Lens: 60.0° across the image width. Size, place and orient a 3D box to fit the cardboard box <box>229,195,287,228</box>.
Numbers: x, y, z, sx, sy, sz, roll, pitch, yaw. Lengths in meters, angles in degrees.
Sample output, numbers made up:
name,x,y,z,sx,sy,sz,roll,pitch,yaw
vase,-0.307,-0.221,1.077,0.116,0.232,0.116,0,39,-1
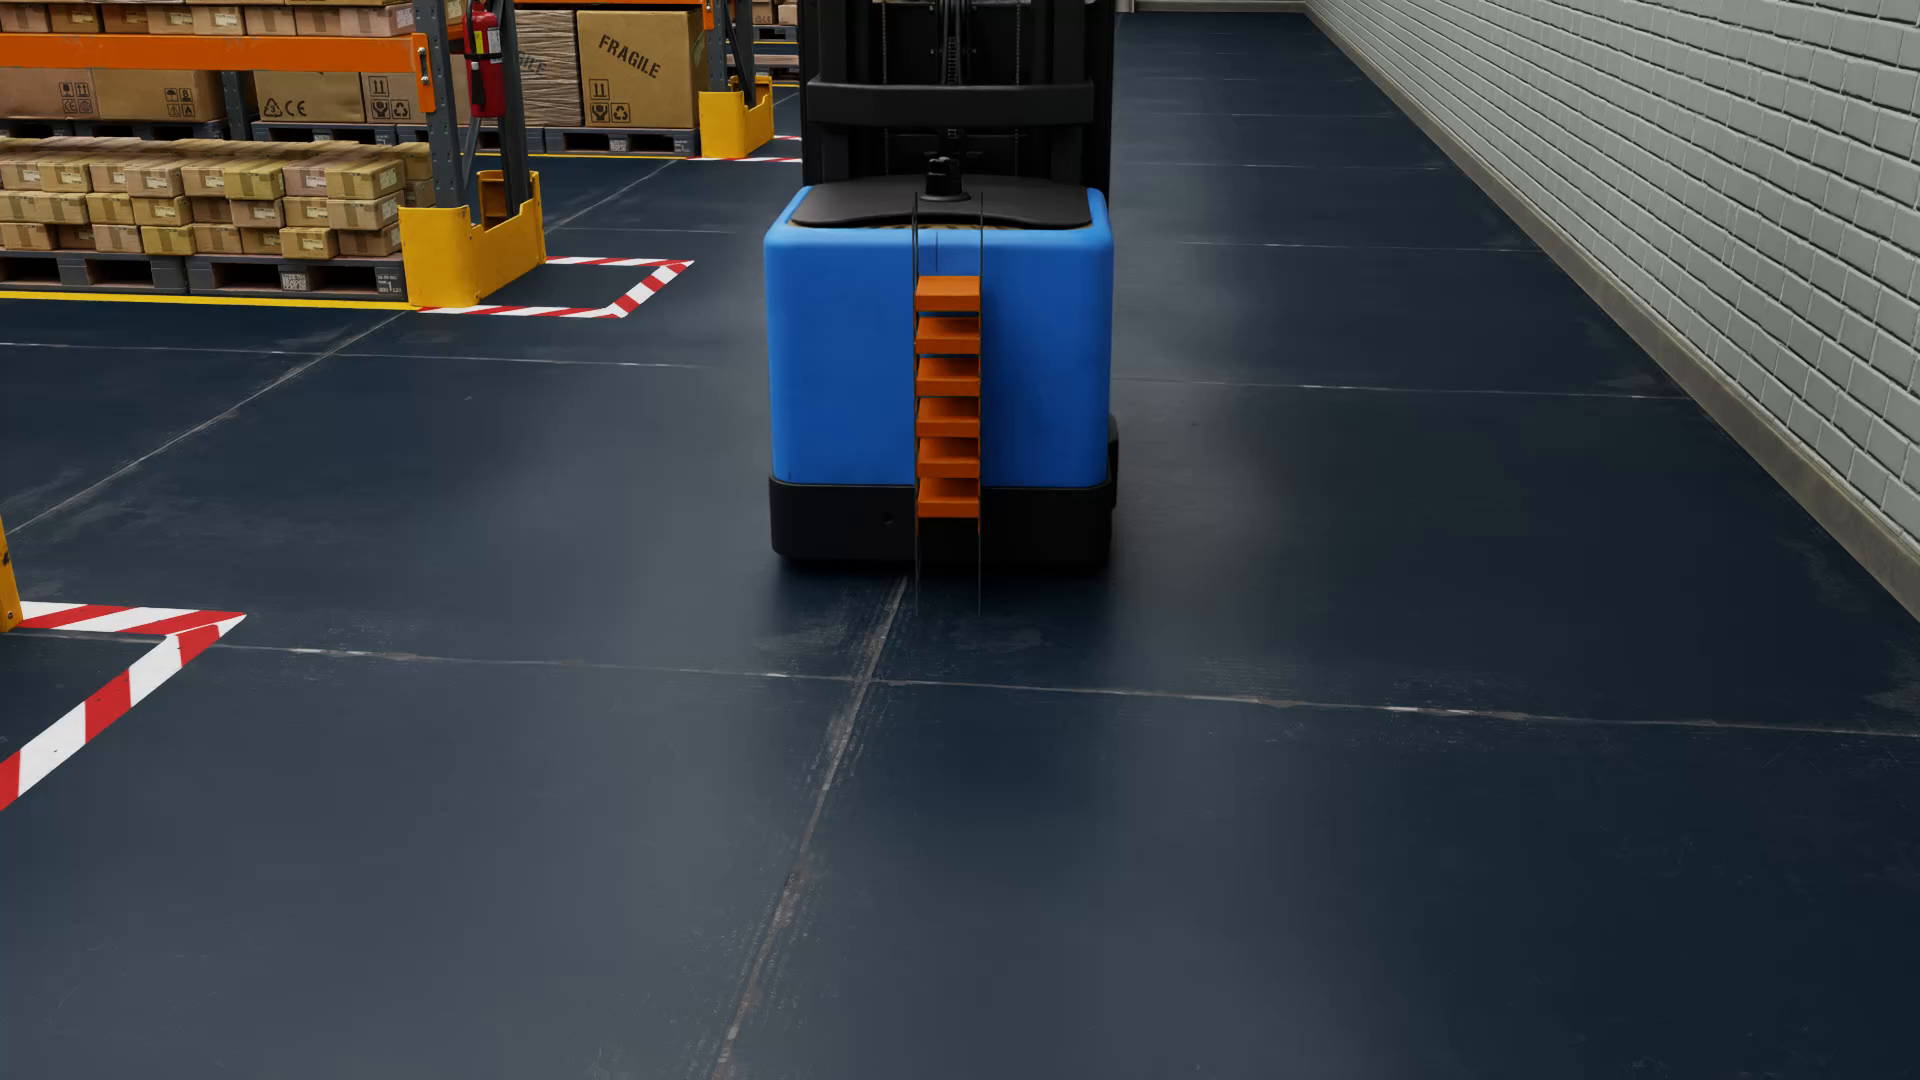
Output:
name,x,y,z,sx,sy,sz,roll,pitch,yaw
cardboard box,-3.576,-1.730,8.638,0.250,0.149,0.380,2,22,4

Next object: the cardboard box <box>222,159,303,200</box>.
name,x,y,z,sx,sy,sz,roll,pitch,yaw
cardboard box,-3.572,-1.855,8.549,0.250,0.149,0.380,2,22,5

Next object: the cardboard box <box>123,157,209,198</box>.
name,x,y,z,sx,sy,sz,roll,pitch,yaw
cardboard box,-4.095,-1.881,8.614,0.250,0.149,0.380,3,22,8

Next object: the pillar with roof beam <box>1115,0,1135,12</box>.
name,x,y,z,sx,sy,sz,roll,pitch,yaw
pillar with roof beam,2.207,-11.431,22.113,0.400,9.000,9.100,2,22,6

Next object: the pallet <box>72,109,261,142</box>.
name,x,y,z,sx,sy,sz,roll,pitch,yaw
pallet,-6.565,-3.470,13.931,1.213,0.211,1.003,2,22,6

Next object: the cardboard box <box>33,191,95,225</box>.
name,x,y,z,sx,sy,sz,roll,pitch,yaw
cardboard box,-4.621,-1.767,8.732,0.250,0.149,0.380,3,22,7

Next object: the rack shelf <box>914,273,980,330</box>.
name,x,y,z,sx,sy,sz,roll,pitch,yaw
rack shelf,-0.032,-0.667,4.636,0.180,0.103,0.258,0,22,1

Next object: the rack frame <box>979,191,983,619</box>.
name,x,y,z,sx,sy,sz,roll,pitch,yaw
rack frame,0.059,-0.372,4.750,0.006,1.200,0.240,0,22,1

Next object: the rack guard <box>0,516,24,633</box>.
name,x,y,z,sx,sy,sz,roll,pitch,yaw
rack guard,-2.960,0.193,4.271,0.348,0.500,1.175,2,22,6

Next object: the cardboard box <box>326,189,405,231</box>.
name,x,y,z,sx,sy,sz,roll,pitch,yaw
cardboard box,-3.059,-1.708,8.583,0.250,0.149,0.380,2,22,5

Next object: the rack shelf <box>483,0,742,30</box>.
name,x,y,z,sx,sy,sz,roll,pitch,yaw
rack shelf,-3.804,-4.340,13.317,4.000,0.370,1.077,2,22,6

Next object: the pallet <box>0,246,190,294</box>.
name,x,y,z,sx,sy,sz,roll,pitch,yaw
pallet,-4.588,-1.590,9.174,1.213,0.211,1.003,2,22,6

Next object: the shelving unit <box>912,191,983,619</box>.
name,x,y,z,sx,sy,sz,roll,pitch,yaw
shelving unit,-0.032,-0.373,4.752,0.189,1.200,0.258,0,22,1

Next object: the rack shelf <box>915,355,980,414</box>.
name,x,y,z,sx,sy,sz,roll,pitch,yaw
rack shelf,-0.032,-0.443,4.724,0.180,0.103,0.258,0,22,1

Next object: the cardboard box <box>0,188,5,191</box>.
name,x,y,z,sx,sy,sz,roll,pitch,yaw
cardboard box,-5.106,-1.821,8.869,0.250,0.149,0.380,4,22,9

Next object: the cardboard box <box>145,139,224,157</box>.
name,x,y,z,sx,sy,sz,roll,pitch,yaw
cardboard box,-4.291,-2.124,9.230,0.250,0.149,0.380,3,22,7

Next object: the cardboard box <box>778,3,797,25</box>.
name,x,y,z,sx,sy,sz,roll,pitch,yaw
cardboard box,-2.157,-7.116,22.502,0.500,0.250,0.500,2,22,6

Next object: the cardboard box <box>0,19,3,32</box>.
name,x,y,z,sx,sy,sz,roll,pitch,yaw
cardboard box,-4.918,-2.667,8.448,0.250,0.149,0.380,3,22,9

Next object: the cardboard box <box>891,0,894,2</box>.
name,x,y,z,sx,sy,sz,roll,pitch,yaw
cardboard box,-1.273,-9.062,27.110,0.500,0.500,0.700,2,22,6

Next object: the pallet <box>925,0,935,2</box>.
name,x,y,z,sx,sy,sz,roll,pitch,yaw
pallet,-0.872,-8.723,27.217,1.213,0.211,1.003,2,22,6

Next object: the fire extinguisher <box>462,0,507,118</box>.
name,x,y,z,sx,sy,sz,roll,pitch,yaw
fire extinguisher,-2.306,-2.393,8.025,0.183,0.674,0.296,2,22,6

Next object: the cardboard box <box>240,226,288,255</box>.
name,x,y,z,sx,sy,sz,roll,pitch,yaw
cardboard box,-3.569,-1.615,8.751,0.250,0.149,0.380,2,22,6

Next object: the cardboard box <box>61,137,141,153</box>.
name,x,y,z,sx,sy,sz,roll,pitch,yaw
cardboard box,-4.786,-2.151,9.298,0.250,0.149,0.380,2,22,4

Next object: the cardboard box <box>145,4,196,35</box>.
name,x,y,z,sx,sy,sz,roll,pitch,yaw
cardboard box,-3.867,-2.630,8.355,0.250,0.149,0.380,2,22,4

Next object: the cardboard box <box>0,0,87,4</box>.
name,x,y,z,sx,sy,sz,roll,pitch,yaw
cardboard box,-4.488,-2.960,8.306,0.500,0.500,0.500,4,22,9

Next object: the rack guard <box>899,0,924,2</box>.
name,x,y,z,sx,sy,sz,roll,pitch,yaw
rack guard,-0.724,-7.046,22.581,0.348,0.500,1.175,2,22,6

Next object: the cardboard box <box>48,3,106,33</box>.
name,x,y,z,sx,sy,sz,roll,pitch,yaw
cardboard box,-4.393,-2.669,8.453,0.250,0.149,0.380,3,22,7

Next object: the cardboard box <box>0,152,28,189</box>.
name,x,y,z,sx,sy,sz,roll,pitch,yaw
cardboard box,-5.128,-1.940,8.765,0.250,0.149,0.380,3,22,7

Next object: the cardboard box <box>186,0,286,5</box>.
name,x,y,z,sx,sy,sz,roll,pitch,yaw
cardboard box,-3.489,-2.916,8.196,0.500,0.500,0.500,2,22,5

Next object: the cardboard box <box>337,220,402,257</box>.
name,x,y,z,sx,sy,sz,roll,pitch,yaw
cardboard box,-3.049,-1.598,8.708,0.250,0.149,0.380,3,22,7

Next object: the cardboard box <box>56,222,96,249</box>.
name,x,y,z,sx,sy,sz,roll,pitch,yaw
cardboard box,-4.587,-1.666,8.882,0.250,0.149,0.380,3,22,8

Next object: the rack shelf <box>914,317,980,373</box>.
name,x,y,z,sx,sy,sz,roll,pitch,yaw
rack shelf,-0.032,-0.555,4.680,0.180,0.103,0.258,0,22,1

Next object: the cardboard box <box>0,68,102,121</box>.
name,x,y,z,sx,sy,sz,roll,pitch,yaw
cardboard box,-7.315,-4.027,13.865,0.875,0.875,1.225,2,22,4

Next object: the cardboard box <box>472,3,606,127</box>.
name,x,y,z,sx,sy,sz,roll,pitch,yaw
cardboard box,-3.366,-3.833,13.375,0.875,0.875,0.875,2,22,6

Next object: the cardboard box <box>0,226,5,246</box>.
name,x,y,z,sx,sy,sz,roll,pitch,yaw
cardboard box,-5.104,-1.696,8.957,0.250,0.149,0.380,2,22,4

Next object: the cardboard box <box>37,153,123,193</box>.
name,x,y,z,sx,sy,sz,roll,pitch,yaw
cardboard box,-4.607,-1.933,8.748,0.250,0.149,0.380,3,22,7

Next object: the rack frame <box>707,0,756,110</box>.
name,x,y,z,sx,sy,sz,roll,pitch,yaw
rack frame,-1.818,-4.588,12.966,0.127,3.000,1.000,2,22,6

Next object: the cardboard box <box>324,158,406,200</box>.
name,x,y,z,sx,sy,sz,roll,pitch,yaw
cardboard box,-3.057,-1.858,8.558,0.250,0.149,0.380,3,22,7

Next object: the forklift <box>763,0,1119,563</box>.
name,x,y,z,sx,sy,sz,roll,pitch,yaw
forklift,-0.003,-1.788,5.976,1.130,2.935,3.031,1,22,2

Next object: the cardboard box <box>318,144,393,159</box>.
name,x,y,z,sx,sy,sz,roll,pitch,yaw
cardboard box,-3.270,-2.043,9.024,0.250,0.149,0.380,3,22,7

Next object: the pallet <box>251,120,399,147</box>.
name,x,y,z,sx,sy,sz,roll,pitch,yaw
pallet,-5.044,-3.403,13.760,1.213,0.211,1.003,2,22,6

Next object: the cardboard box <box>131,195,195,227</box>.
name,x,y,z,sx,sy,sz,roll,pitch,yaw
cardboard box,-4.092,-1.748,8.683,0.250,0.149,0.380,3,22,7

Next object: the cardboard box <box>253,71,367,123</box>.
name,x,y,z,sx,sy,sz,roll,pitch,yaw
cardboard box,-5.144,-3.911,13.571,0.875,0.875,0.875,2,22,6

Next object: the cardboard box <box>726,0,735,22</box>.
name,x,y,z,sx,sy,sz,roll,pitch,yaw
cardboard box,-3.276,-7.379,23.082,0.500,0.311,0.500,2,22,6

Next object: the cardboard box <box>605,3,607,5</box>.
name,x,y,z,sx,sy,sz,roll,pitch,yaw
cardboard box,-5.144,-7.337,22.719,0.500,0.500,0.500,2,22,6

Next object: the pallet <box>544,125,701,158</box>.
name,x,y,z,sx,sy,sz,roll,pitch,yaw
pallet,-2.621,-3.297,13.493,1.213,0.211,1.003,2,22,6

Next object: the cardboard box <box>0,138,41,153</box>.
name,x,y,z,sx,sy,sz,roll,pitch,yaw
cardboard box,-5.335,-2.136,9.260,0.250,0.149,0.380,3,22,8

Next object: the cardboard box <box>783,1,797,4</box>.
name,x,y,z,sx,sy,sz,roll,pitch,yaw
cardboard box,-2.148,-7.301,22.969,0.500,0.250,0.500,2,22,6

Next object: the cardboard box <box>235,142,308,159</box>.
name,x,y,z,sx,sy,sz,roll,pitch,yaw
cardboard box,-3.761,-2.081,9.120,0.250,0.149,0.380,1,22,4

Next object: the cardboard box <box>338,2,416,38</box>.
name,x,y,z,sx,sy,sz,roll,pitch,yaw
cardboard box,-2.859,-2.576,8.217,0.250,0.149,0.380,3,22,6

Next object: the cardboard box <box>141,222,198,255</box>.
name,x,y,z,sx,sy,sz,roll,pitch,yaw
cardboard box,-4.076,-1.609,8.736,0.250,0.149,0.380,2,22,4

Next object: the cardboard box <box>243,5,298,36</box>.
name,x,y,z,sx,sy,sz,roll,pitch,yaw
cardboard box,-3.352,-2.606,8.292,0.250,0.149,0.380,2,22,6

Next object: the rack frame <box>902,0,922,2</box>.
name,x,y,z,sx,sy,sz,roll,pitch,yaw
rack frame,-0.648,-8.205,22.114,0.127,3.000,1.000,2,22,6
